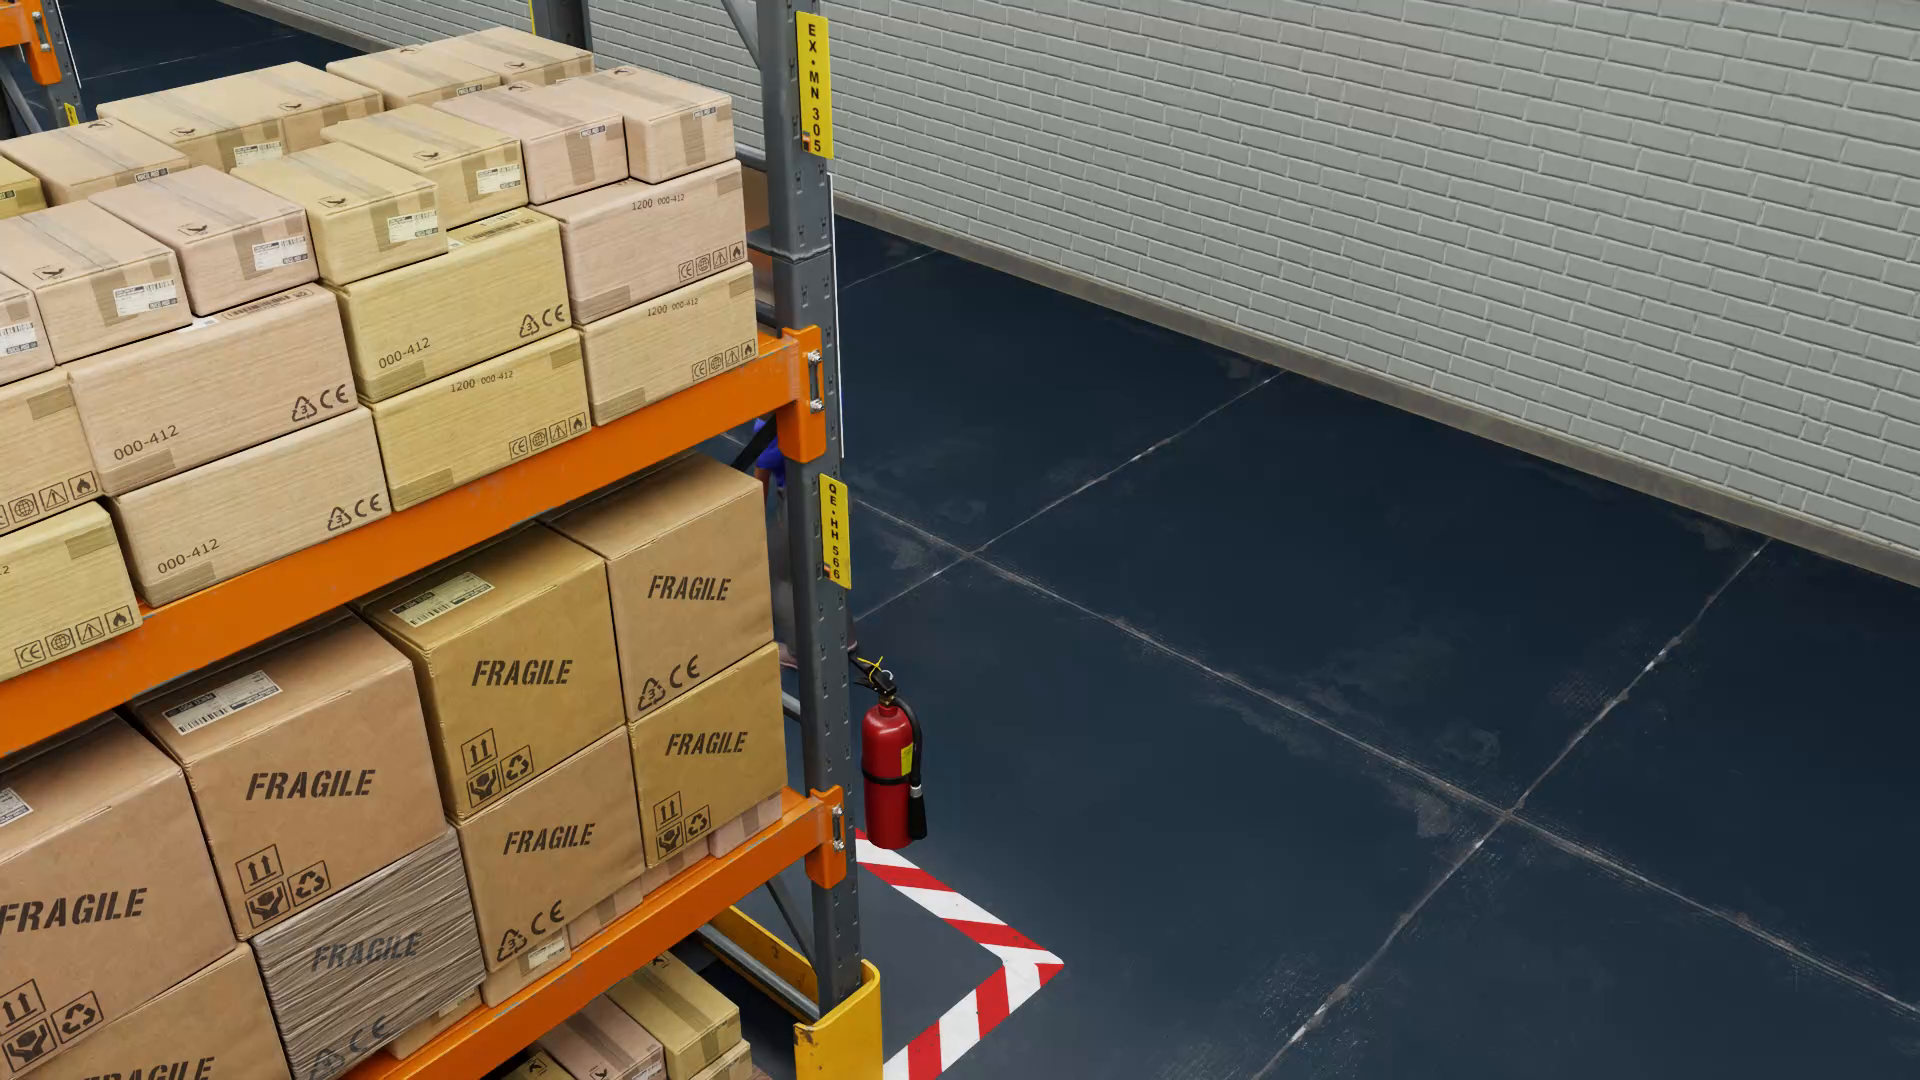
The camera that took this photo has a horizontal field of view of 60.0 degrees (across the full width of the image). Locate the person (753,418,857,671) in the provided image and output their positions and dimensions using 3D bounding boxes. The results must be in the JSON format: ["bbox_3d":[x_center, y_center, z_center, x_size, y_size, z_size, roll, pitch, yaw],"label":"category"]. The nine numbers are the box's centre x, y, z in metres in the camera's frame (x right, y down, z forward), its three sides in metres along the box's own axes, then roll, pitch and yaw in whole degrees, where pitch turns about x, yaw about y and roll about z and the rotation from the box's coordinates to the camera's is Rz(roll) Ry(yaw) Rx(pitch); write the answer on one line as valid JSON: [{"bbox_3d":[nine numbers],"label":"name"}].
[{"bbox_3d":[-0.721,-0.133,7.437,0.411,1.588,0.465,27,40,36],"label":"person"}]
